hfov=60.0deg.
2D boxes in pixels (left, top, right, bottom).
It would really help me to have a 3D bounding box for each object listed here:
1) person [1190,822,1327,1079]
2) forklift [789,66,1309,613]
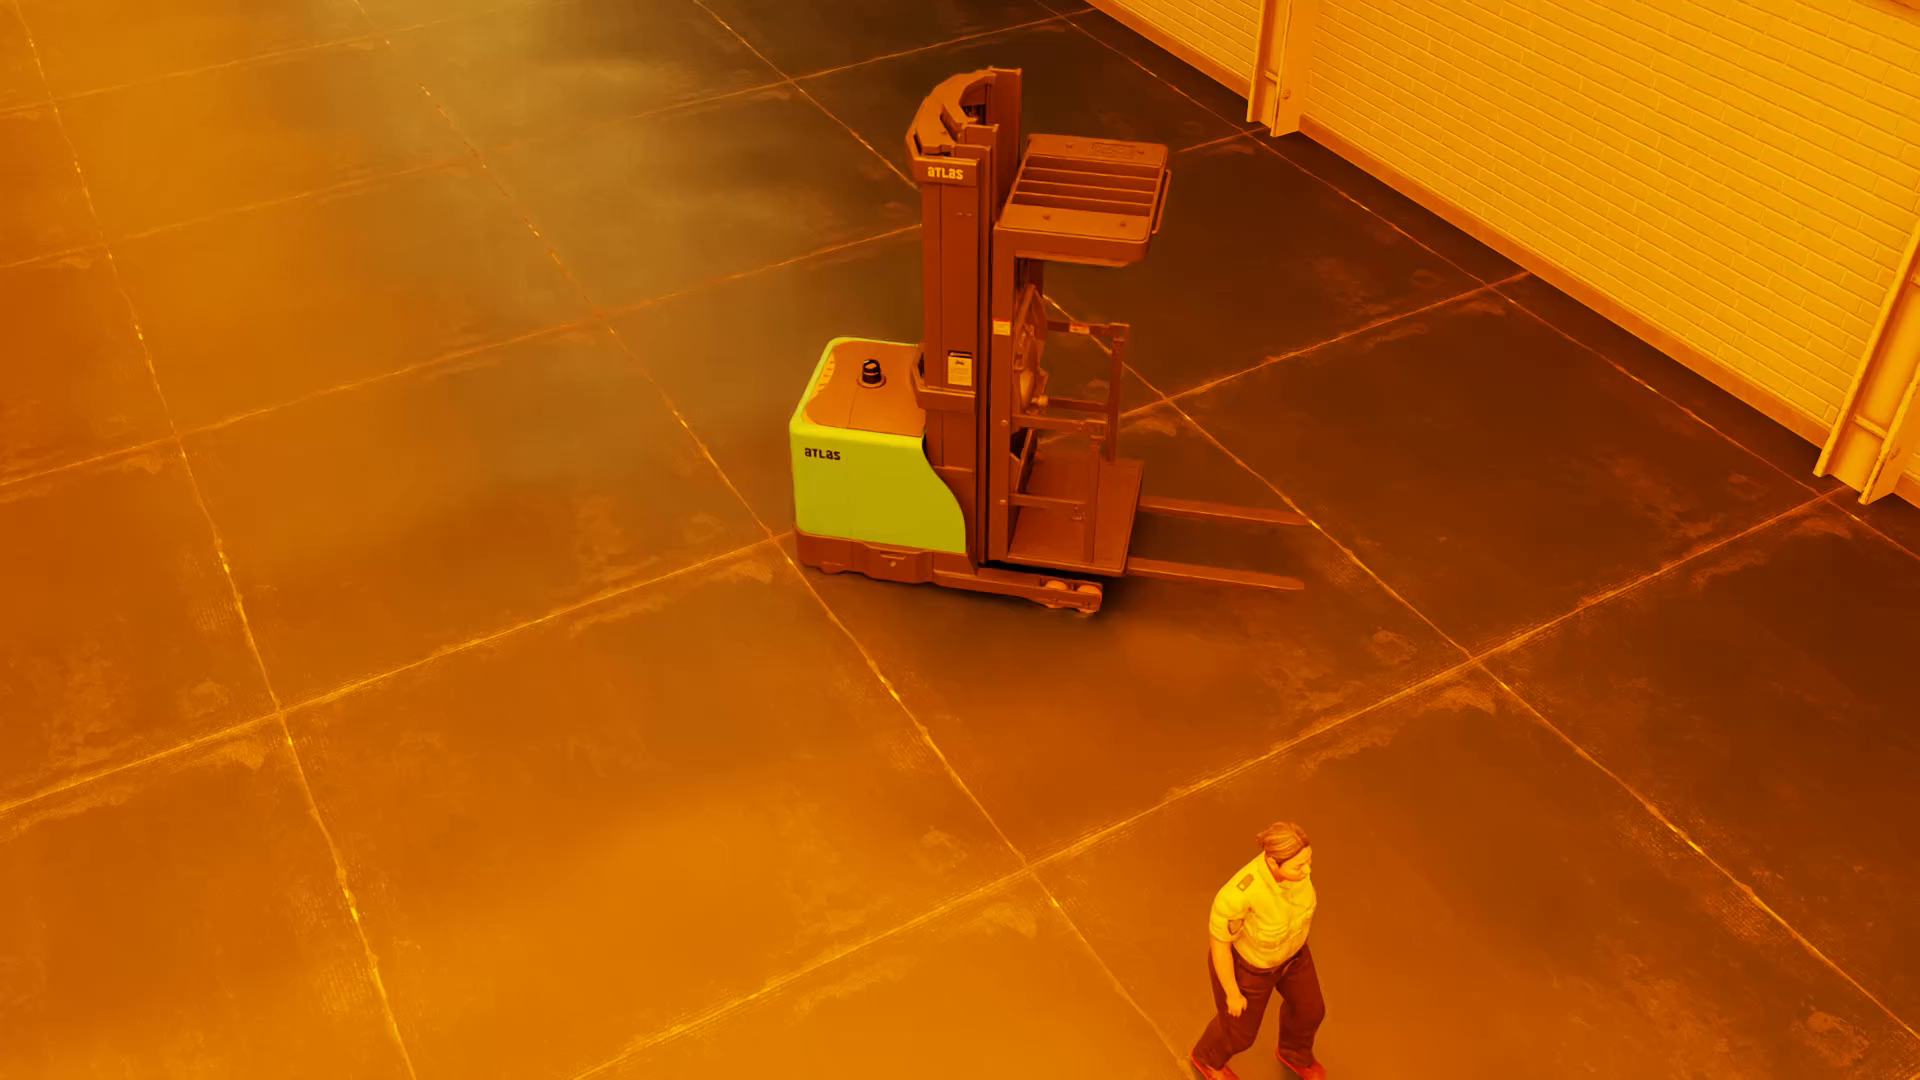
[{"bbox_3d":[1.310,1.797,6.937,0.585,1.695,0.505,-27,47,-29],"label":"person"},{"bbox_3d":[0.576,-1.070,9.326,3.031,2.935,1.130,7,40,9],"label":"forklift"}]
